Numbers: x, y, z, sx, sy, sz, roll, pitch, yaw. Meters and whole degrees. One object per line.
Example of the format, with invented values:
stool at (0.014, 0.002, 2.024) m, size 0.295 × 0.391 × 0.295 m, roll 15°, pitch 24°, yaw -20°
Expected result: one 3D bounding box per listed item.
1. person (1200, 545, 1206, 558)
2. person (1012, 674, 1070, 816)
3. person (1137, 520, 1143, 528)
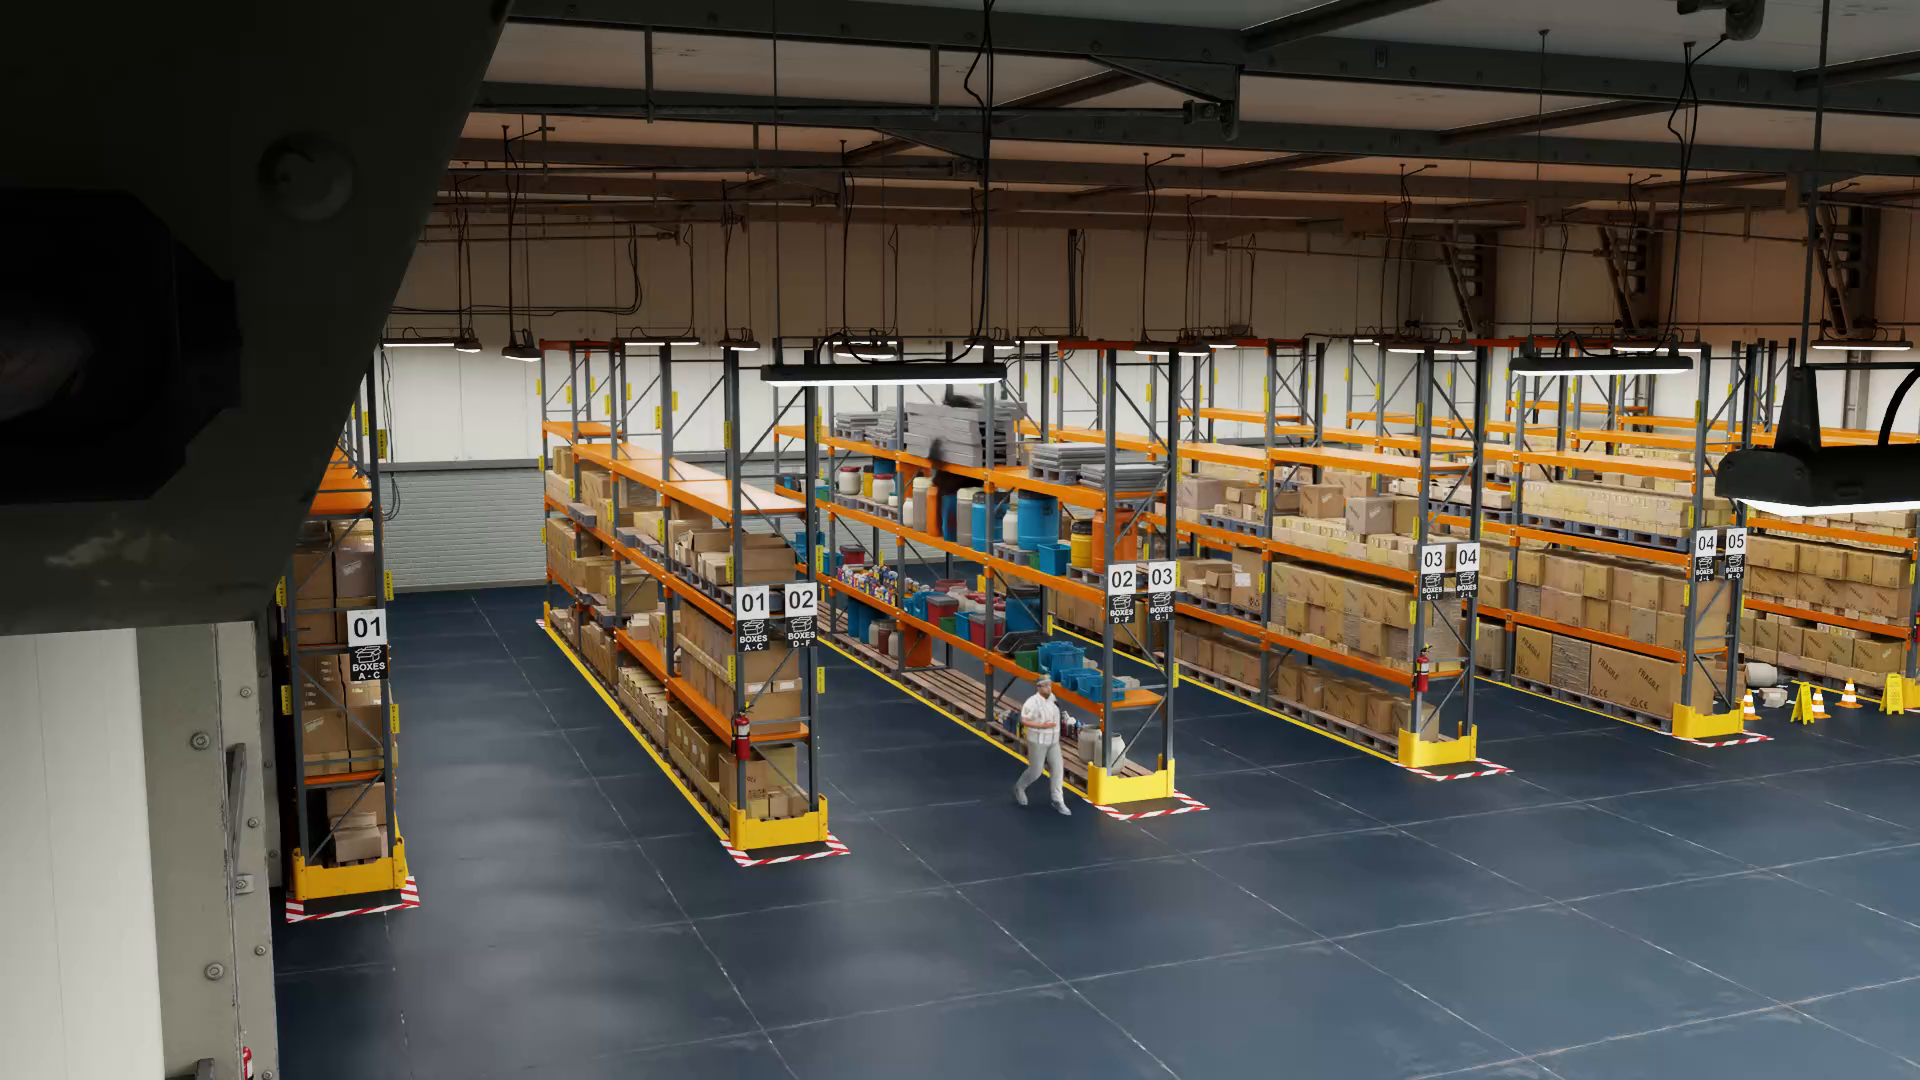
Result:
person at (6.085, 0.092, 41.790) m, size 0.597 × 1.605 × 0.677 m, roll 4°, pitch 9°, yaw 30°
person at (1.076, 2.634, 21.679) m, size 0.670 × 1.816 × 0.878 m, roll -6°, pitch 9°, yaw -38°
person at (4.180, 0.195, 40.481) m, size 0.642 × 1.747 × 0.708 m, roll 5°, pitch 9°, yaw 32°
